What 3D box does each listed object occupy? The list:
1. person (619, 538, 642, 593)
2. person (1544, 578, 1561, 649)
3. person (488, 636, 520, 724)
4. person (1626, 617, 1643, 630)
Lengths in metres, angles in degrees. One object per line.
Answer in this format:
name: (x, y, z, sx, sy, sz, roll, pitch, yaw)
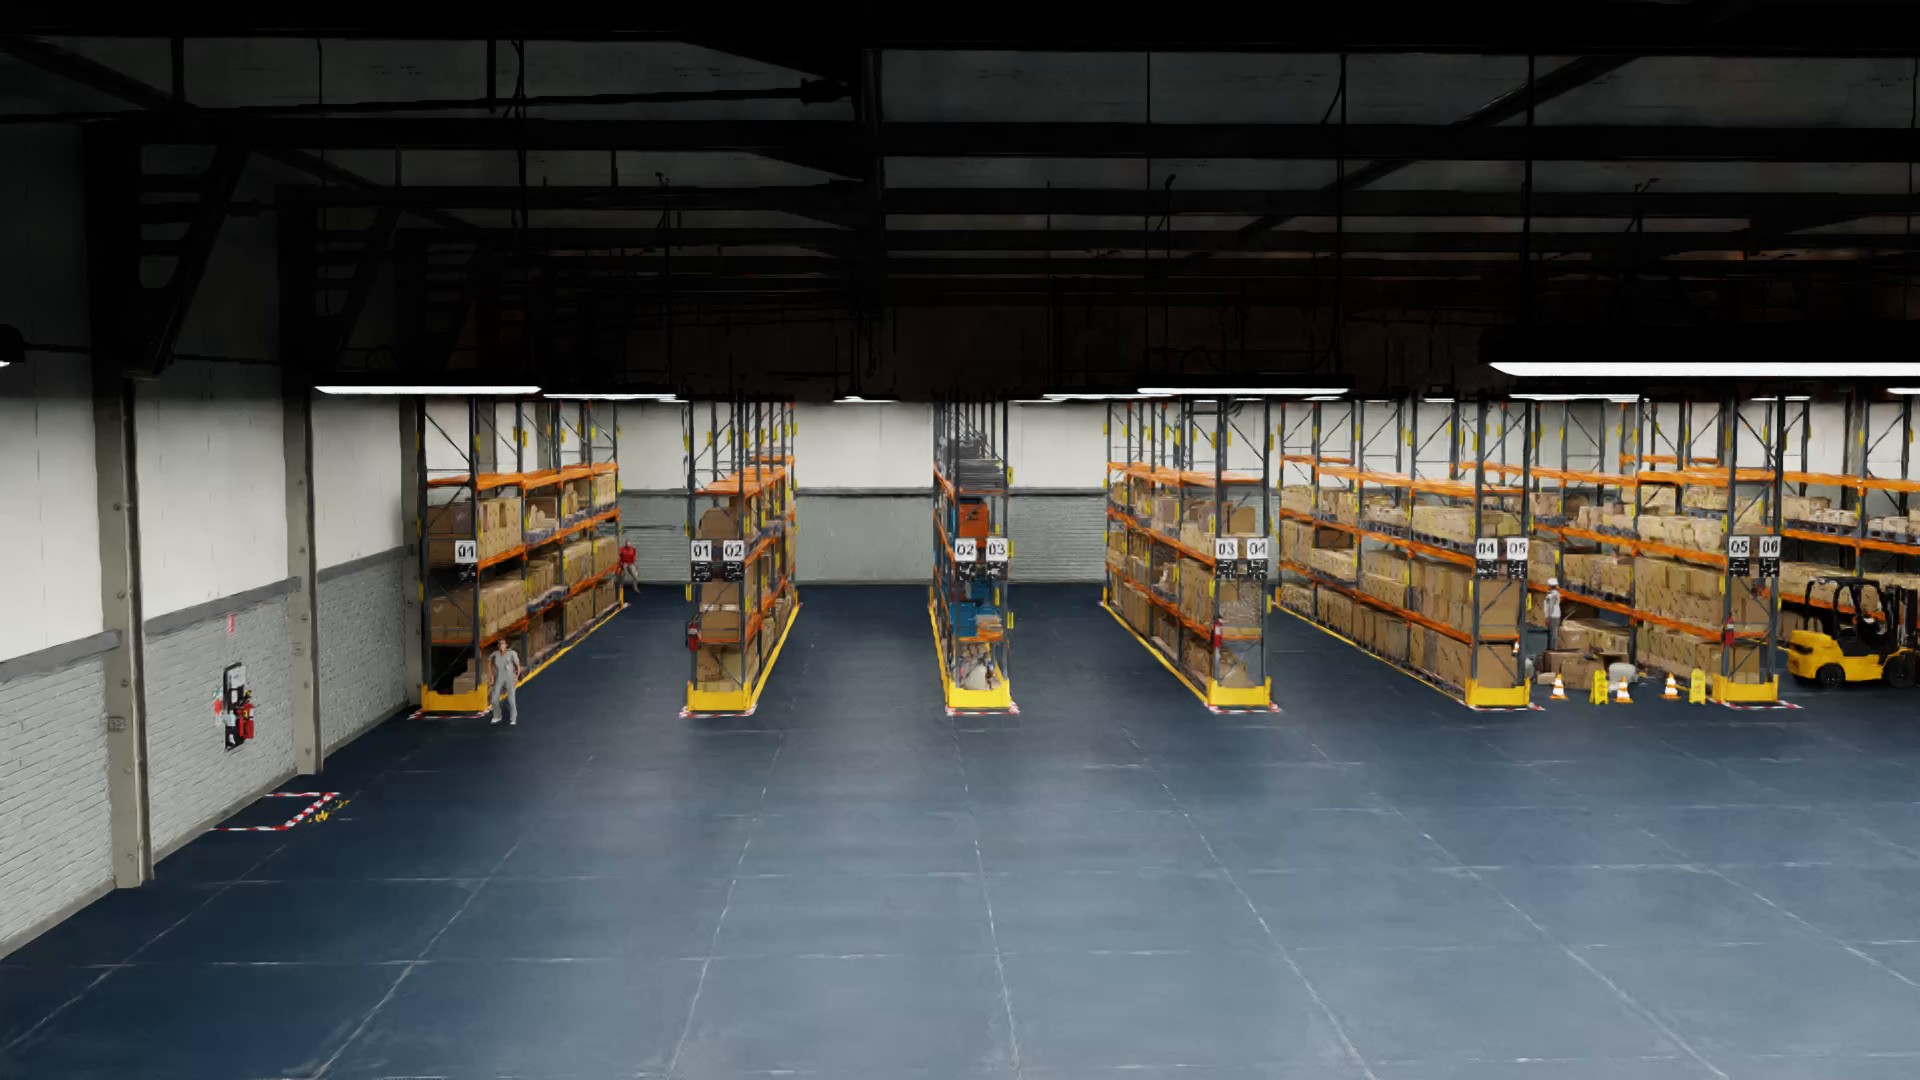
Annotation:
person: (-10.080, 0.823, 50.439, 0.692, 1.566, 0.806, -2, 5, -24)
person: (13.445, 1.740, 37.853, 0.581, 1.768, 0.641, 2, 5, 23)
person: (-8.140, 2.493, 29.701, 0.580, 1.579, 0.477, 0, 5, -4)
person: (17.059, 1.383, 42.134, 0.547, 1.785, 0.646, 2, 5, 25)
